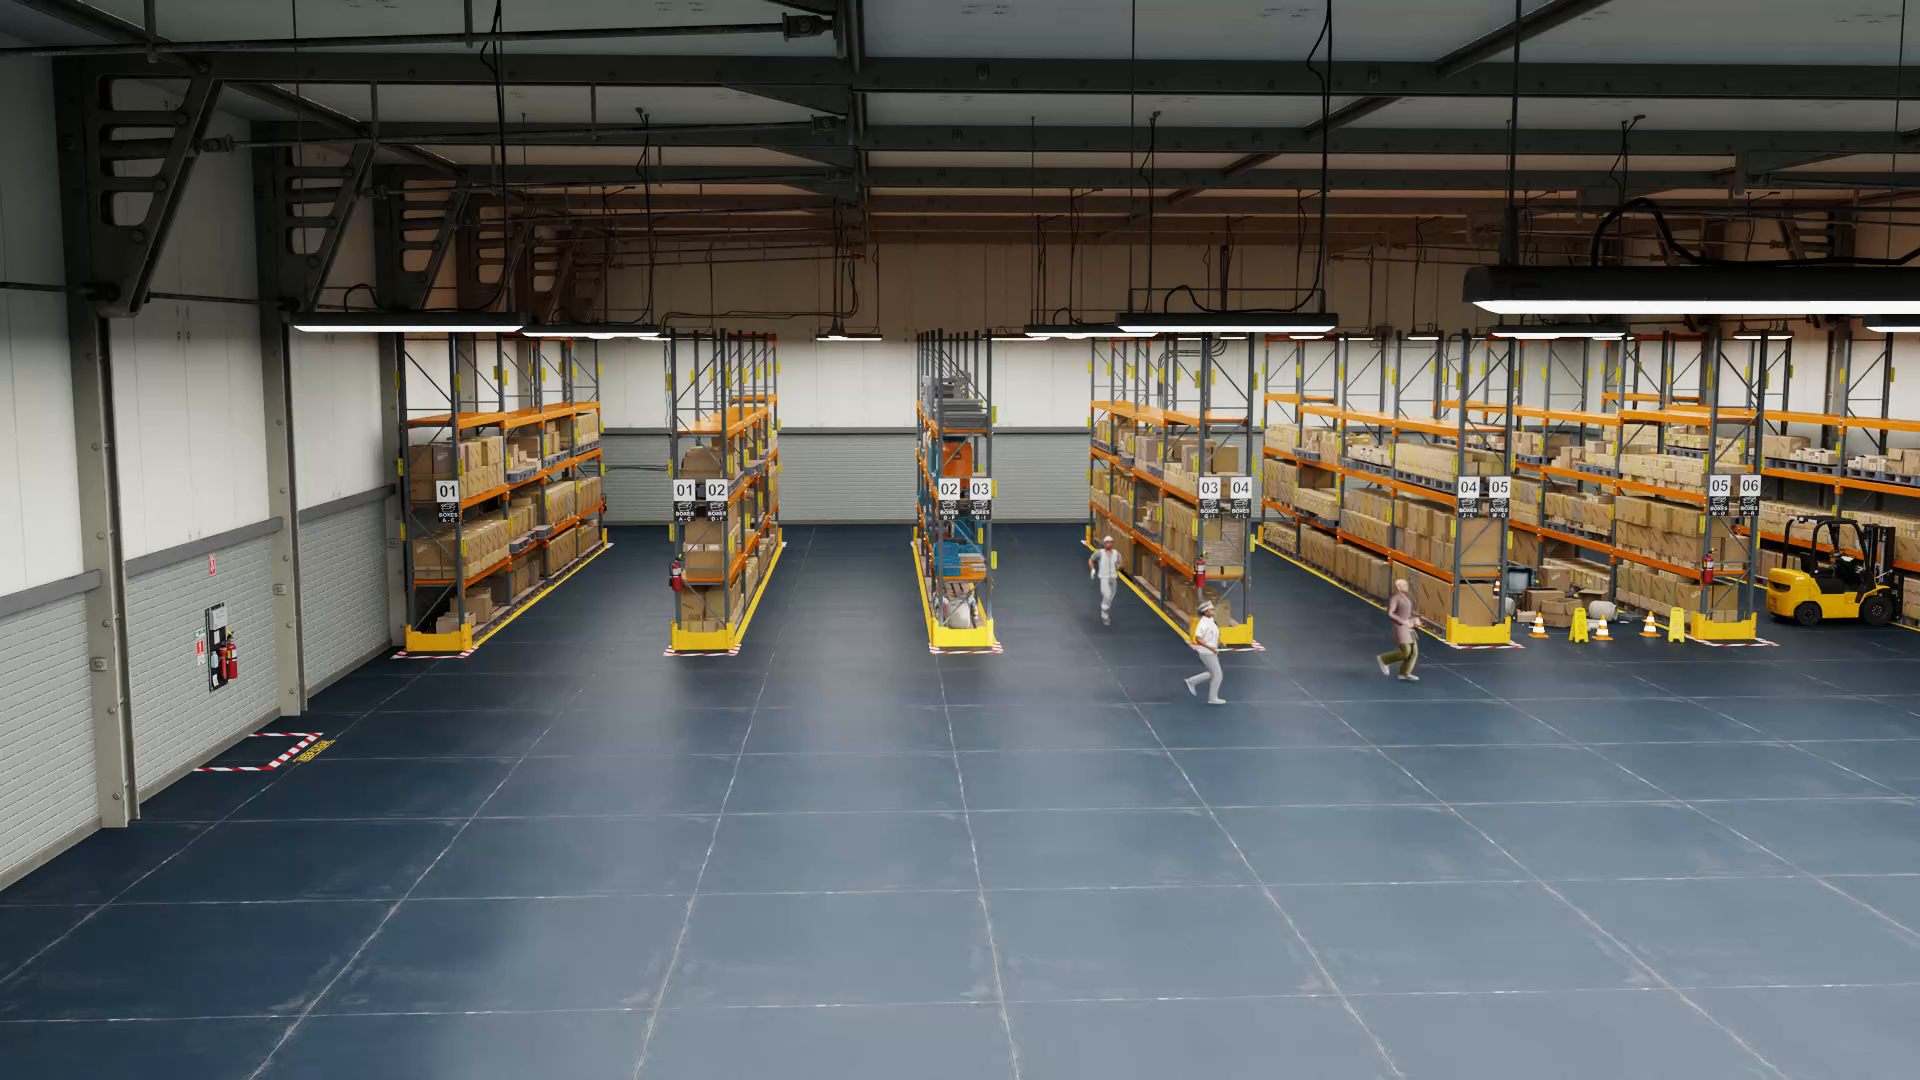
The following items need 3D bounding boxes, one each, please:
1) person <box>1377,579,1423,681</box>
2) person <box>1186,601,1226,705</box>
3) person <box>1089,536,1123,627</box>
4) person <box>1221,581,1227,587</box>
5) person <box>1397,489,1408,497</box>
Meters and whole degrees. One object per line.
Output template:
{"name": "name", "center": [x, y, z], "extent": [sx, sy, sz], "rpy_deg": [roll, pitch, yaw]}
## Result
{"name": "person", "center": [7.513, 1.524, 28.373], "extent": [0.707, 1.727, 0.713], "rpy_deg": [5, 8, 38]}
{"name": "person", "center": [3.915, 1.782, 26.512], "extent": [0.678, 1.654, 0.579], "rpy_deg": [3, 7, 21]}
{"name": "person", "center": [3.014, 0.834, 33.984], "extent": [0.643, 1.846, 0.774], "rpy_deg": [-2, 7, -18]}
{"name": "person", "center": [6.248, 0.235, 39.607], "extent": [0.642, 1.697, 0.736], "rpy_deg": [-1, 7, -5]}
{"name": "person", "center": [13.082, -0.923, 49.479], "extent": [0.643, 1.641, 0.631], "rpy_deg": [1, 7, 7]}
